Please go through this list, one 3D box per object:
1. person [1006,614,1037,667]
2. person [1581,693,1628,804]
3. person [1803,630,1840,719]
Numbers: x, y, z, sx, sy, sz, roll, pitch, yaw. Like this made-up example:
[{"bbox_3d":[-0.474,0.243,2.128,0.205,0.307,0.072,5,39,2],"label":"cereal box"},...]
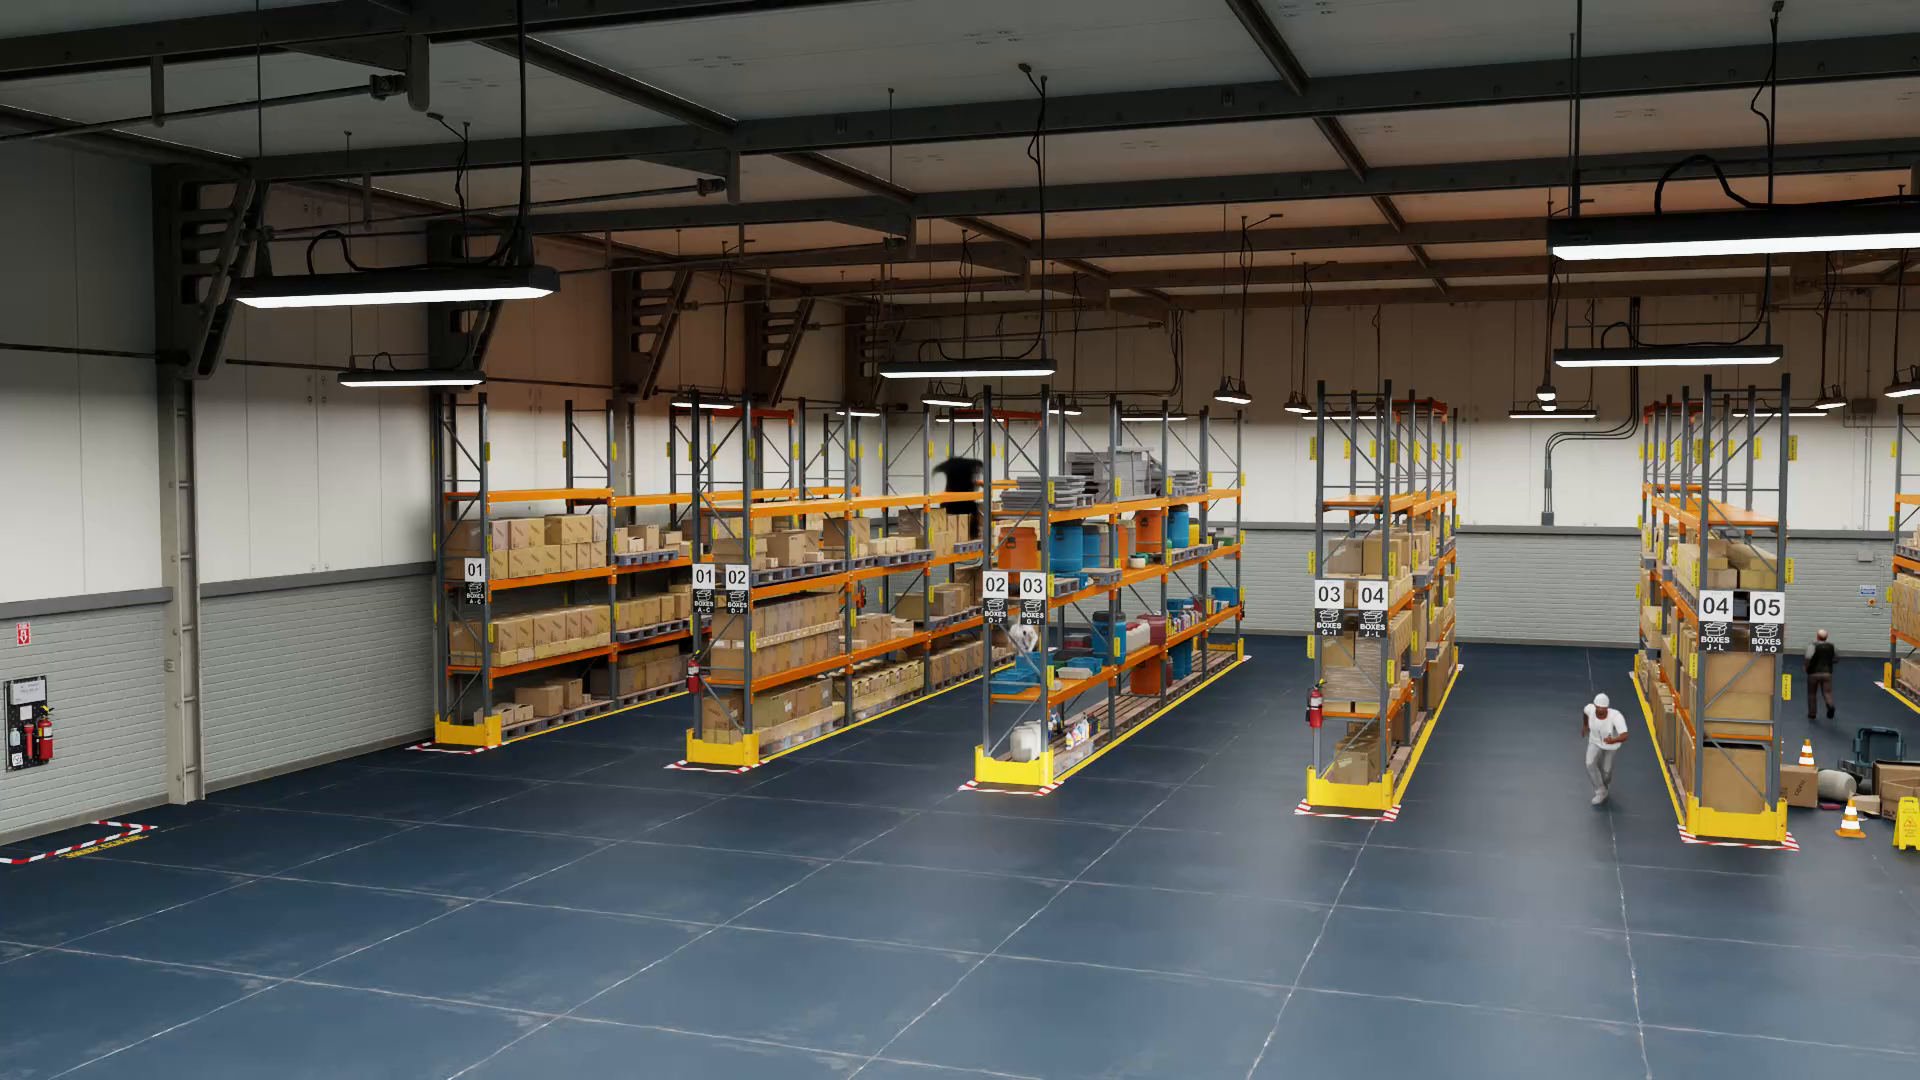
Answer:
[{"bbox_3d":[1.266,2.344,35.283,0.667,1.625,0.812,2,4,34],"label":"person"},{"bbox_3d":[9.176,2.922,23.680,0.710,1.573,1.110,2,4,33],"label":"person"},{"bbox_3d":[15.951,2.506,30.820,0.655,1.699,0.905,1,3,11],"label":"person"}]
